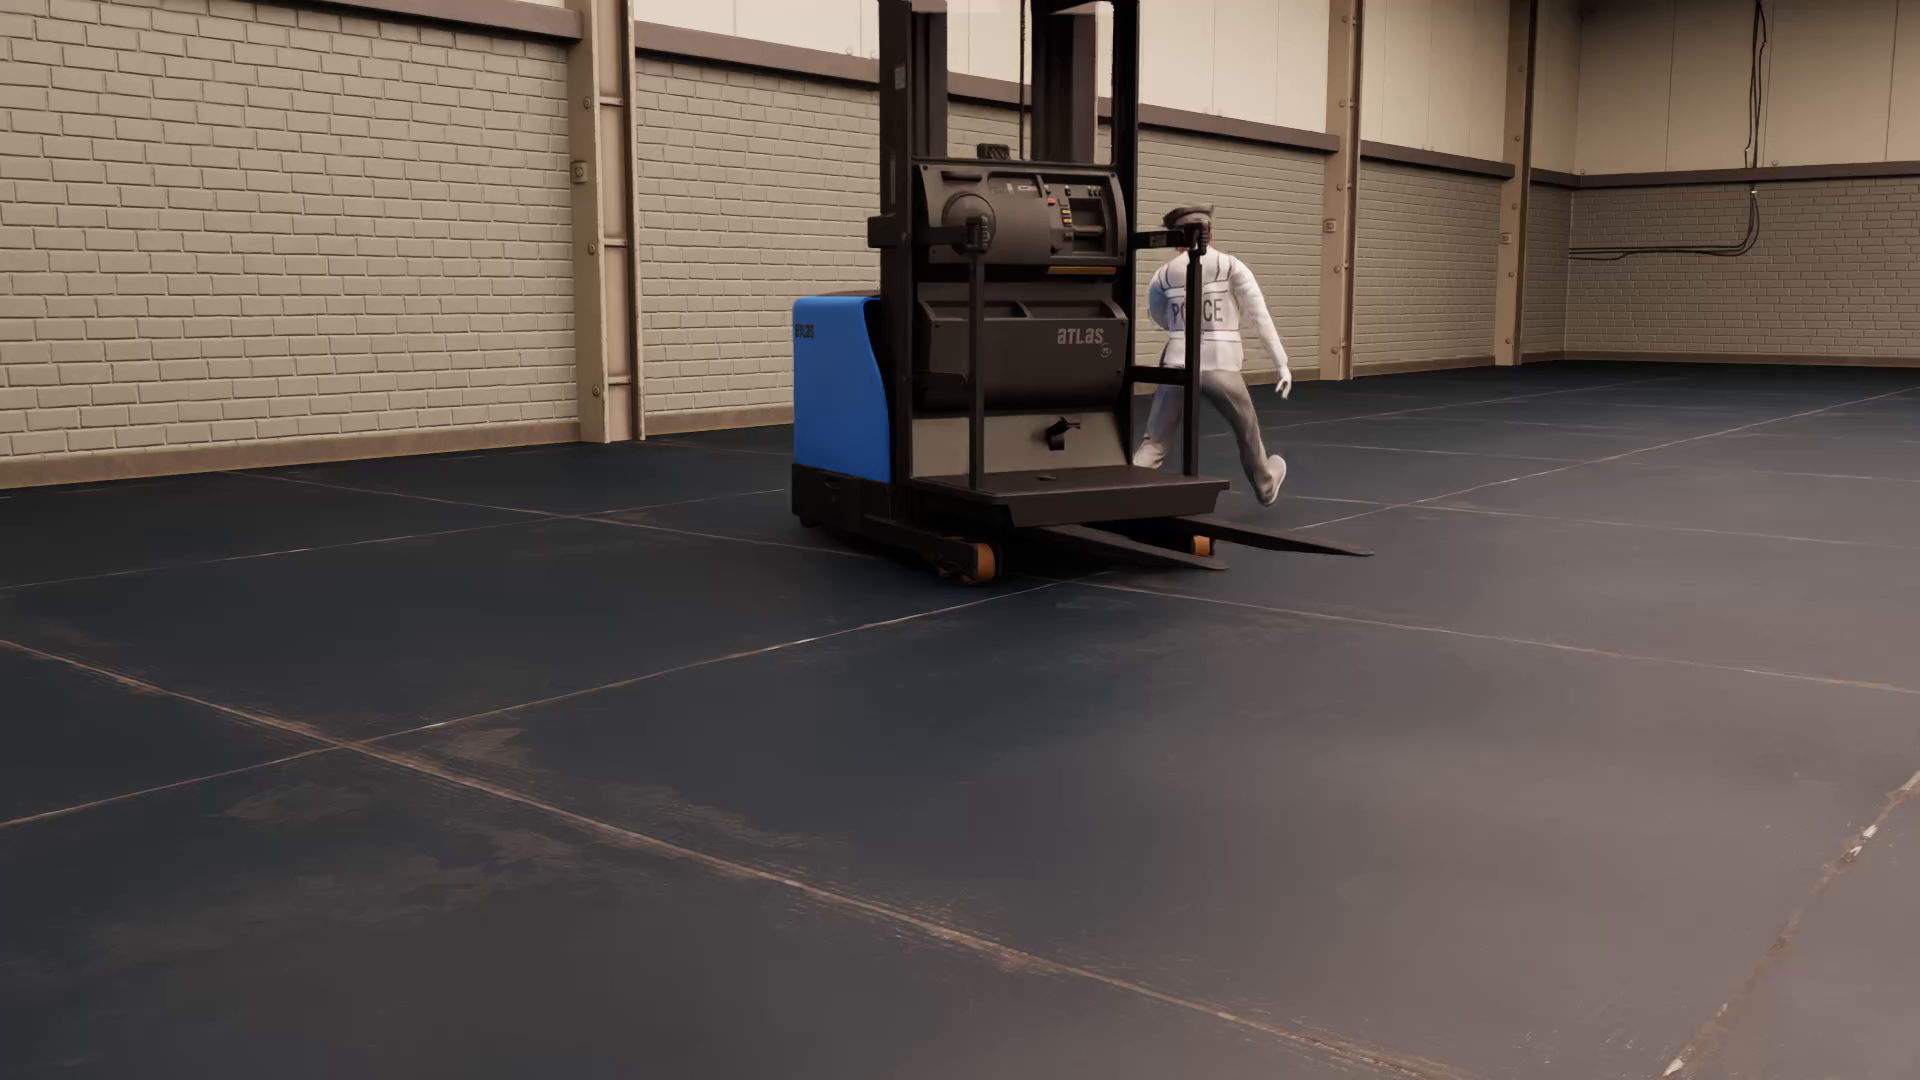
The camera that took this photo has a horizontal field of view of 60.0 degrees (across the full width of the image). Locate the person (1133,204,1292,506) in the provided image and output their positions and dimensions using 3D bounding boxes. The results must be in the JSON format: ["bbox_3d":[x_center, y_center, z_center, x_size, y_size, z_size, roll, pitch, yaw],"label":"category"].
[{"bbox_3d":[1.213,-0.823,7.953,0.798,1.533,1.066,4,9,23],"label":"person"}]

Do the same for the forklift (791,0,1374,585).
[{"bbox_3d":[0.366,-1.354,6.533,1.130,2.935,3.031,-5,9,-28],"label":"forklift"}]
